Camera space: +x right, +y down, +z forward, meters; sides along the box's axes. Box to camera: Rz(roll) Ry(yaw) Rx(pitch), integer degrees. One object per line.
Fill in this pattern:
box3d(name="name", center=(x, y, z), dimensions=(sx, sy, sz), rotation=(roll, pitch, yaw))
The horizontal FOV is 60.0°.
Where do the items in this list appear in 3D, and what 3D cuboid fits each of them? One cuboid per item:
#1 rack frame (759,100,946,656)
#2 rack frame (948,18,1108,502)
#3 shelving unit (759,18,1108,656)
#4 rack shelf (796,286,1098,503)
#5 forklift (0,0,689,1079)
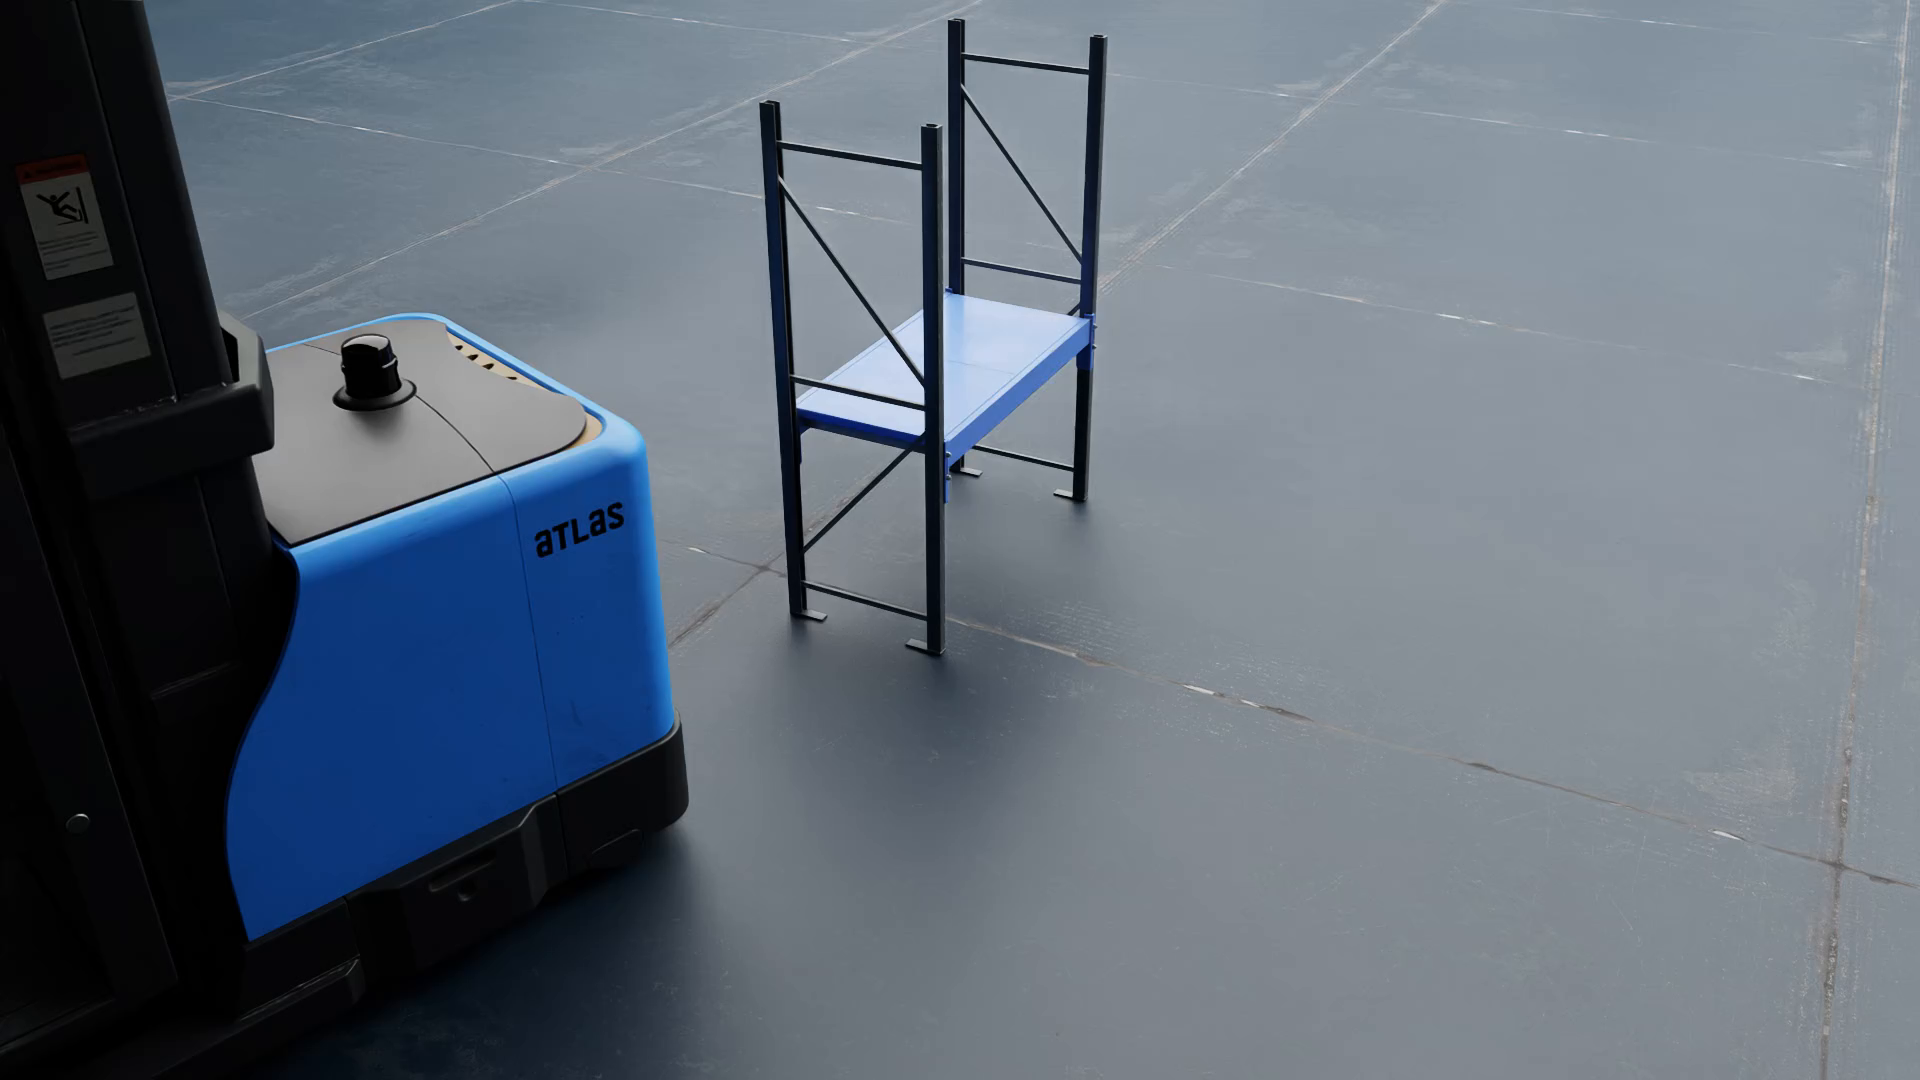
box3d(name="rack frame", center=(-0.270, -0.387, 4.418), dimensions=(0.500, 1.500, 0.032), rotation=(14, 33, 23))
box3d(name="rack frame", center=(0.193, -0.838, 5.203), dimensions=(0.500, 1.500, 0.032), rotation=(14, 33, 23))
box3d(name="shelving unit", center=(-0.039, -0.613, 4.811), dimensions=(0.538, 1.500, 1.048), rotation=(14, 33, 23))
box3d(name="rack shelf", center=(-0.039, -0.457, 4.900), dimensions=(0.538, 0.185, 1.000), rotation=(14, 33, 23))
box3d(name="forklift", center=(-2.071, -0.245, 2.733), dimensions=(3.031, 2.935, 1.130), rotation=(-25, 38, -36))
